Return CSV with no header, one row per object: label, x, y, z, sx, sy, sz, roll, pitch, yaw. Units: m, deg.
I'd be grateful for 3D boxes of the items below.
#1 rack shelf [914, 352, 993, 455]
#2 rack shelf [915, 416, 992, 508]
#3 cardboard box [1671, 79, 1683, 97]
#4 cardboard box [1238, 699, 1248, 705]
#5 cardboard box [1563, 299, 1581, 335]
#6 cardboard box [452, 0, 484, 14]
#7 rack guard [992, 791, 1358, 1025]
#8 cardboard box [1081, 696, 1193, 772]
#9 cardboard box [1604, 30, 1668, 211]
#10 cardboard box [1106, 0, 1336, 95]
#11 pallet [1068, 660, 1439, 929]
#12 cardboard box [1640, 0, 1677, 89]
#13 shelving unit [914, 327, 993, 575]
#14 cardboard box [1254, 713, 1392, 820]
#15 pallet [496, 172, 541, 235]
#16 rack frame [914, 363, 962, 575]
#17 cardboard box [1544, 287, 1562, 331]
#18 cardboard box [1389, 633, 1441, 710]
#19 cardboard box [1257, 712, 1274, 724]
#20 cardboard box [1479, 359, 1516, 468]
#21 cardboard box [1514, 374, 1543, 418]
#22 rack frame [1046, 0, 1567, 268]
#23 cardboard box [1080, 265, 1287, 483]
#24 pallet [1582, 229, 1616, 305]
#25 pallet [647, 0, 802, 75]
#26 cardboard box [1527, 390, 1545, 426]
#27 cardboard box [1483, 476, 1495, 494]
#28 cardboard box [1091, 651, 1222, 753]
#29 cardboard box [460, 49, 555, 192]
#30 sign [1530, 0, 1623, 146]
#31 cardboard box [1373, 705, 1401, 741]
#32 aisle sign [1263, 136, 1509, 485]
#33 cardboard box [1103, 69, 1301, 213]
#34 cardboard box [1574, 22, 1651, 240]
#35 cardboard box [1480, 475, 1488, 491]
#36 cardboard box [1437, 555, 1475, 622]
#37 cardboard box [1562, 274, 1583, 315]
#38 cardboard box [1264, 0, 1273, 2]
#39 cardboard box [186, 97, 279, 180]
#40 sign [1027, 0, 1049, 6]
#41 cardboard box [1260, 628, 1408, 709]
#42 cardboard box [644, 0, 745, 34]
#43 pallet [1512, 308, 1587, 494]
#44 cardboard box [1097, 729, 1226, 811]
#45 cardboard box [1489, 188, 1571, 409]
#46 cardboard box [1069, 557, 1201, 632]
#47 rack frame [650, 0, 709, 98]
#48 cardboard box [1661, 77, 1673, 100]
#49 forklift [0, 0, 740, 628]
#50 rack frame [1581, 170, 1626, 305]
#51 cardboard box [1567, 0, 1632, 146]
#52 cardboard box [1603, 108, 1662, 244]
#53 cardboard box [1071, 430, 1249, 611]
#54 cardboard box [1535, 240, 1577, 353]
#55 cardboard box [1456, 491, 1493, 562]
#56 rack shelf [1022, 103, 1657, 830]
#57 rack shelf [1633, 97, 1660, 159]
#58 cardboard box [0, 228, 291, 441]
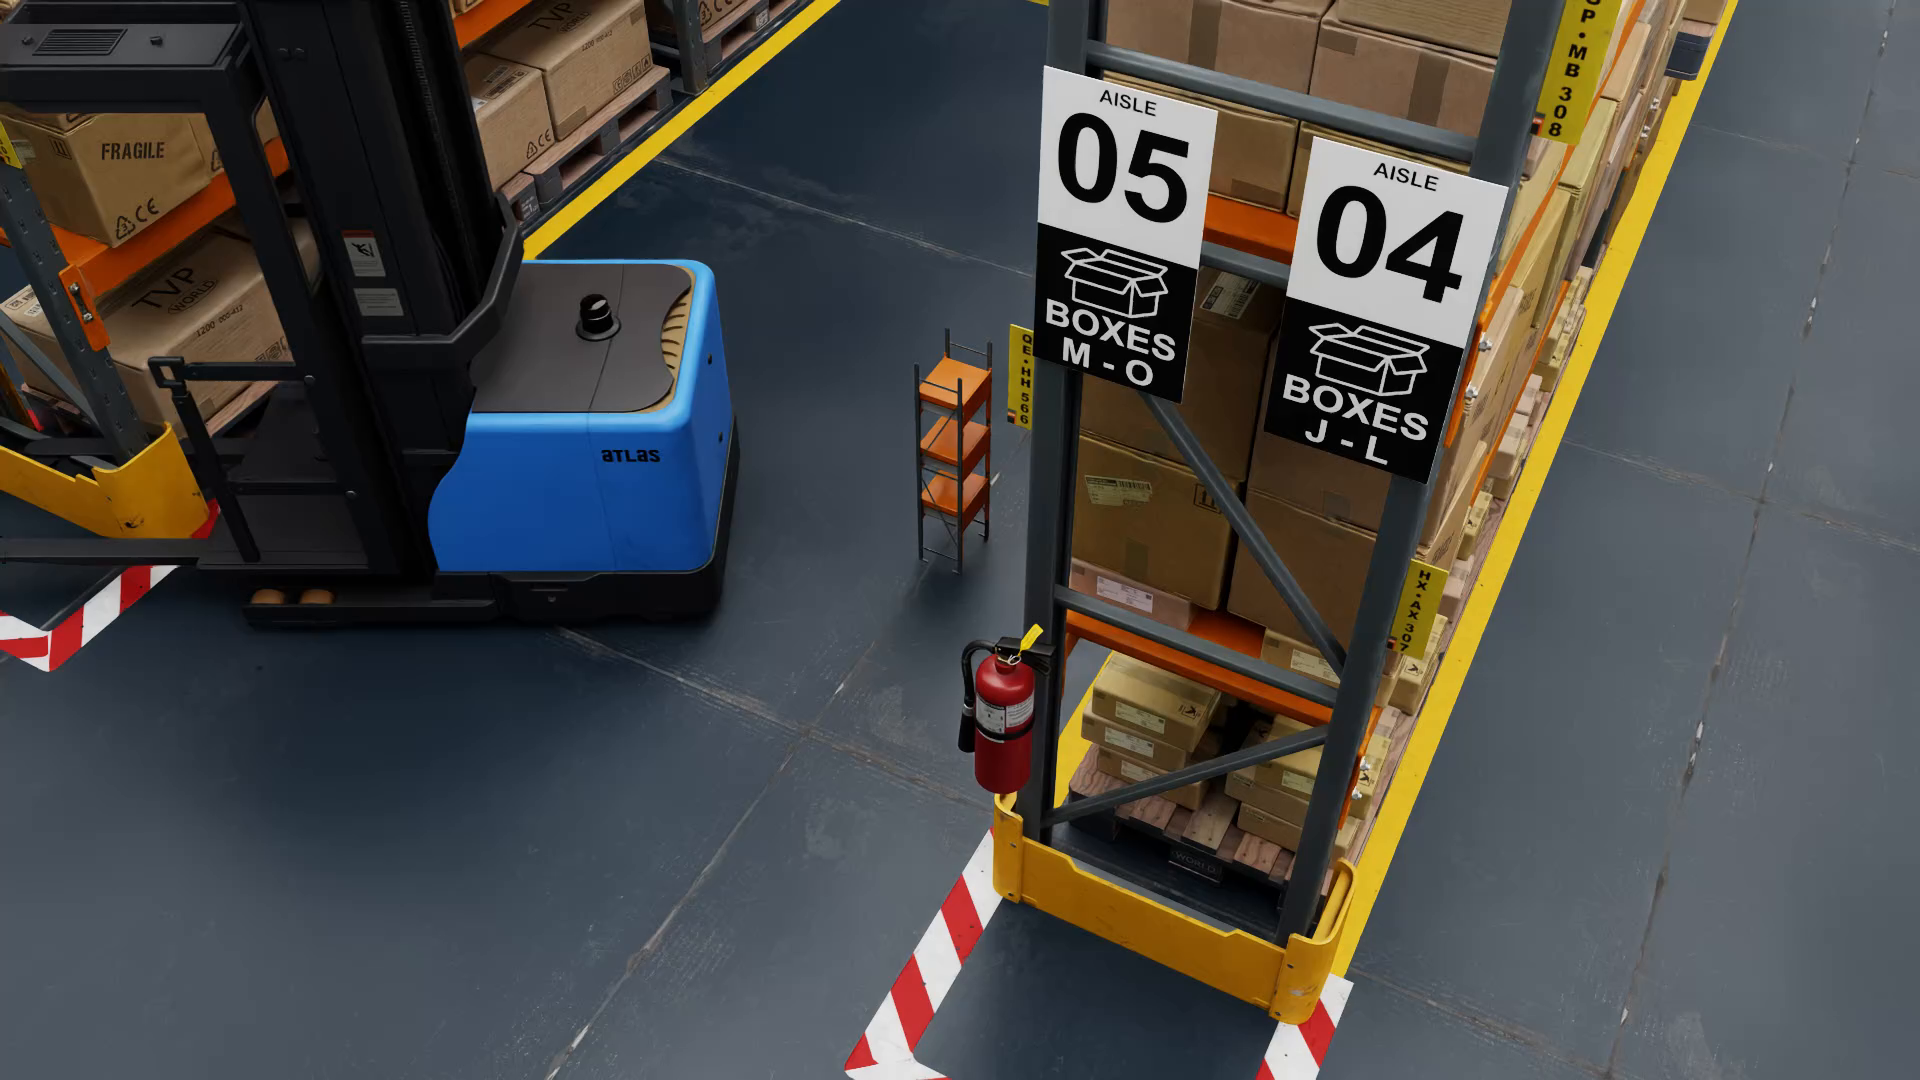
rack shelf,-0.025,-0.527,6.429,0.215,0.259,0.240,20,49,19
rack shelf,-0.025,-0.328,6.631,0.215,0.259,0.240,20,49,19
cardboard box,3.818,-2.843,9.193,0.500,0.500,0.500,18,48,17
cardboard box,0.942,0.421,6.214,0.380,0.149,0.250,20,49,19
cardboard box,2.531,-0.991,7.401,0.380,0.149,0.250,18,48,17
cardboard box,-2.364,-2.801,7.619,0.500,0.500,0.500,20,49,18
rack guard,0.689,1.132,5.560,1.175,0.500,0.348,20,49,19
cardboard box,0.646,0.624,5.804,0.380,0.149,0.250,19,48,18
cardboard box,2.294,-1.634,6.256,0.500,0.500,0.500,19,48,18
cardboard box,0.642,-1.251,3.802,0.500,0.250,0.500,19,48,18
pallet,1.097,0.733,6.157,1.003,0.211,1.213,20,49,19
cardboard box,2.296,-1.997,5.913,0.500,0.500,0.500,19,48,18
shelving unit,-0.025,-0.335,6.623,0.215,1.050,0.252,20,49,19
cardboard box,1.198,0.728,5.492,0.380,0.149,0.250,18,48,17
pallet,-2.909,-1.585,8.448,1.003,0.211,1.213,20,49,19
rack frame,-0.081,-0.258,6.547,0.200,1.050,0.008,20,49,19
cardboard box,1.923,-0.865,5.952,0.380,0.149,0.250,21,49,20
cardboard box,1.449,0.398,5.818,0.380,0.149,0.250,20,49,19
cardboard box,1.229,0.739,5.900,0.380,0.149,0.250,20,49,19
cardboard box,1.332,-0.376,5.013,0.500,0.500,0.500,21,49,19
cardboard box,2.149,-0.592,6.796,0.380,0.149,0.250,18,48,17
rack frame,0.653,-1.808,2.490,1.000,3.000,0.127,20,49,19
cardboard box,0.645,-0.561,4.493,0.500,0.500,0.500,20,49,18
pallet,2.870,-1.730,8.591,1.003,0.211,1.213,20,49,19
pallet,-1.630,-3.321,10.163,1.003,0.211,1.213,20,49,19
cardboard box,2.370,-0.681,7.303,0.380,0.149,0.250,19,48,18
cardboard box,1.969,-0.211,6.839,0.380,0.149,0.250,21,49,20
cardboard box,0.675,0.529,5.689,0.380,0.149,0.250,21,49,19
cardboard box,-2.723,-2.112,8.515,0.875,0.438,0.875,19,48,18
sign,1.134,-0.882,3.069,0.100,0.325,0.005,20,49,19
cardboard box,1.301,0.652,5.777,0.380,0.149,0.250,20,49,19
aisle sign,0.885,-0.468,3.556,0.394,0.787,0.004,20,49,19
cardboard box,0.630,-1.075,3.980,0.500,0.250,0.500,19,48,18
cardboard box,1.820,-1.348,5.271,0.500,0.500,0.500,19,48,18
cardboard box,1.976,-0.362,6.779,0.380,0.149,0.250,18,48,17
cardboard box,1.781,0.135,6.497,0.380,0.149,0.250,18,48,17
cardboard box,2.492,-1.090,7.289,0.380,0.149,0.250,21,49,20
cardboard box,0.547,-1.323,3.593,0.380,0.149,0.250,20,49,19
cardboard box,-3.091,-1.841,6.670,0.500,0.500,0.500,20,49,19
sign,0.171,-1.261,3.435,0.100,0.325,0.005,20,49,19
cardboard box,1.094,0.293,4.808,0.380,0.149,0.250,20,49,19
cardboard box,-1.704,-3.608,9.685,0.875,0.875,0.875,22,49,20
pallet,2.230,-0.804,7.676,1.003,0.211,1.213,20,49,19
cardboard box,0.713,0.755,5.884,0.380,0.149,0.250,21,49,20
cardboard box,1.325,-0.706,4.636,0.500,0.500,0.500,22,49,20
cardboard box,0.554,0.090,5.008,0.380,0.149,0.250,21,49,19
rack frame,-1.921,-3.790,8.666,1.000,3.000,0.127,20,49,19
cardboard box,3.332,-2.466,8.293,0.500,0.250,0.500,22,49,20
forklift,-2.479,-1.054,6.011,3.031,2.935,1.130,0,45,0
rack frame,2.510,-2.219,7.114,1.000,3.000,0.127,20,49,19
cardboard box,1.337,-1.230,4.133,0.500,0.250,0.500,22,49,20
cardboard box,3.088,-1.866,8.227,0.500,0.500,0.500,22,49,21
cardboard box,0.634,-0.207,4.846,0.500,0.500,0.500,21,49,20
cardboard box,1.802,-1.004,5.633,0.500,0.500,0.500,19,48,18
cardboard box,1.791,-0.107,6.318,0.380,0.149,0.250,21,49,20
rack shelf,1.582,-0.706,6.125,1.077,0.370,4.000,20,49,19
rack shelf,3.439,-3.226,8.615,1.077,0.370,4.000,20,49,19
cardboard box,-3.560,-0.966,7.382,0.875,0.438,0.875,19,48,18
